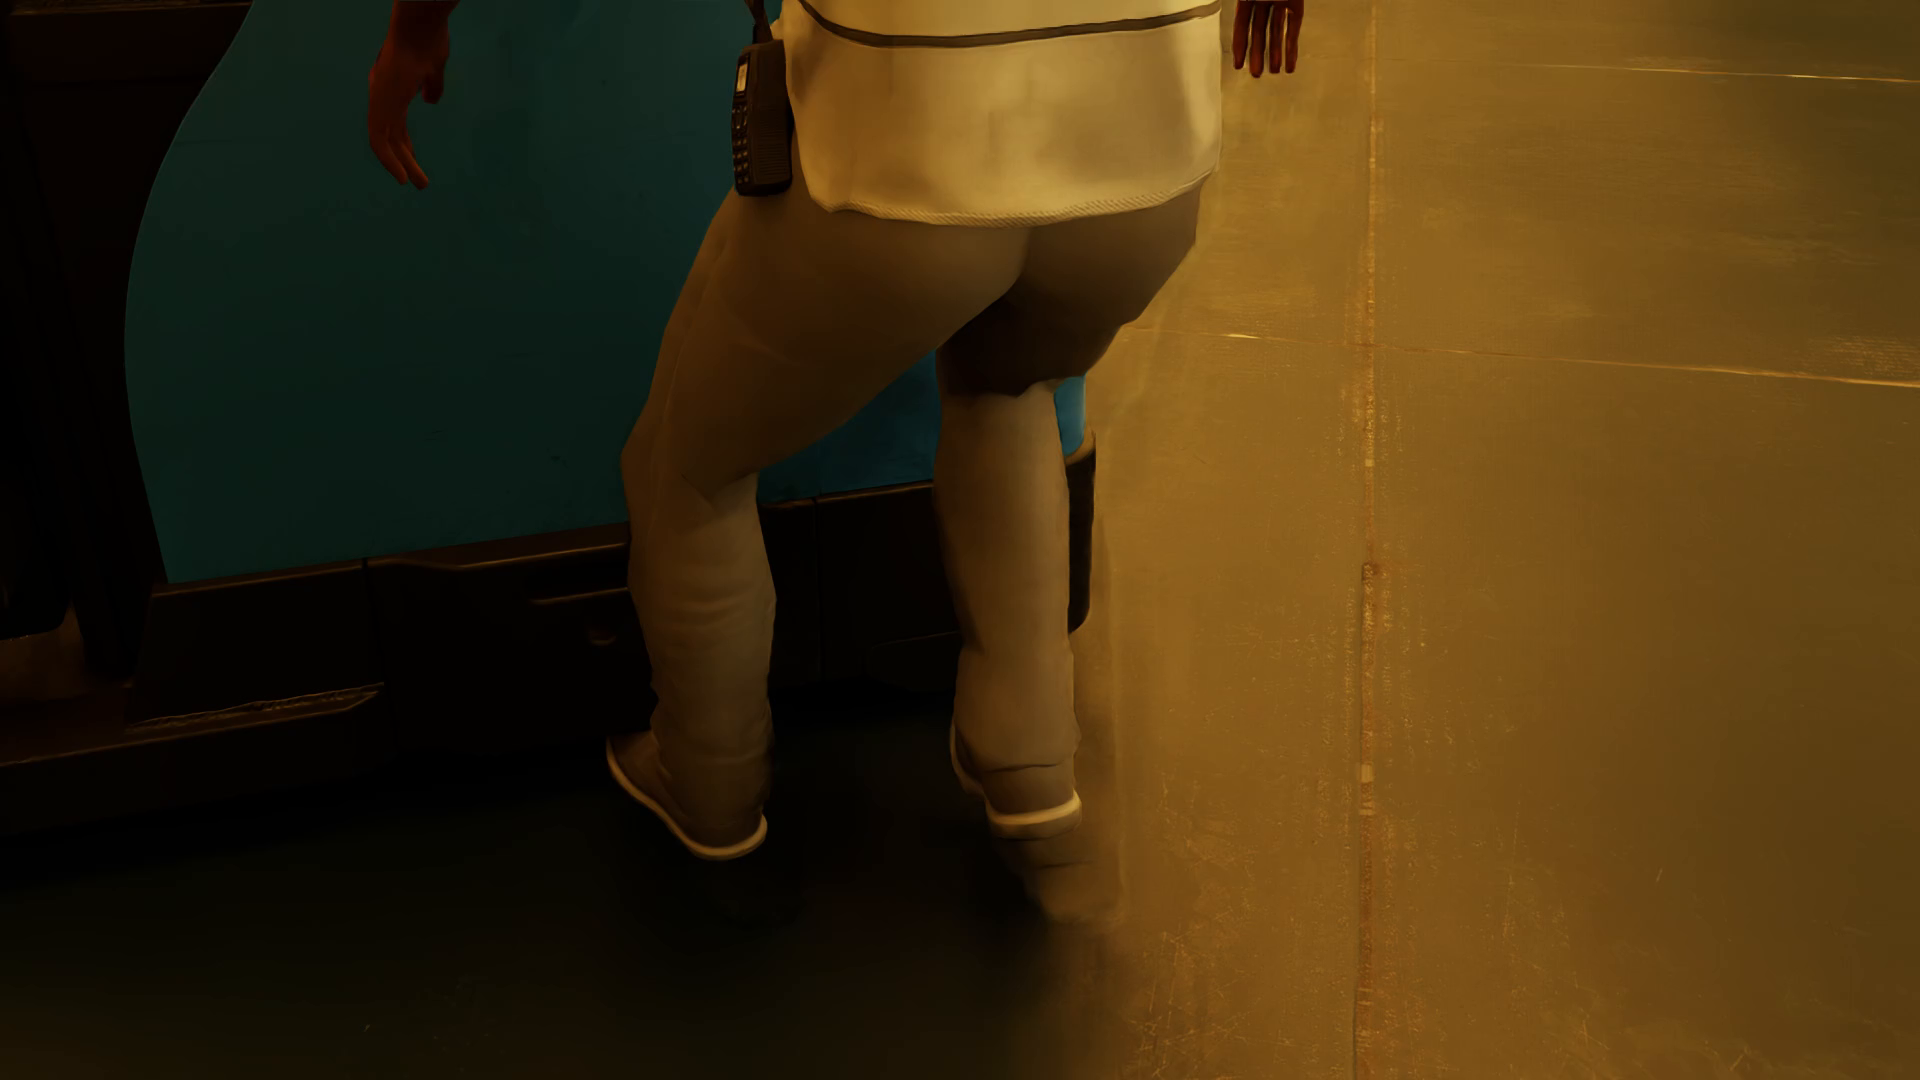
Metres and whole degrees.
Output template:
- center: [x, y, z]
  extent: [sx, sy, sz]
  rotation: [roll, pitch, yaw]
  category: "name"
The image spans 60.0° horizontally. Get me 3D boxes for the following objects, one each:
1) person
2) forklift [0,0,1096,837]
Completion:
- center: [-0.067, -0.383, 1.494]
  extent: [0.874, 1.600, 0.638]
  rotation: [-11, 29, -21]
  category: "person"
- center: [-1.407, -1.139, 1.504]
  extent: [3.031, 2.935, 1.130]
  rotation: [-8, 28, -16]
  category: "forklift"
